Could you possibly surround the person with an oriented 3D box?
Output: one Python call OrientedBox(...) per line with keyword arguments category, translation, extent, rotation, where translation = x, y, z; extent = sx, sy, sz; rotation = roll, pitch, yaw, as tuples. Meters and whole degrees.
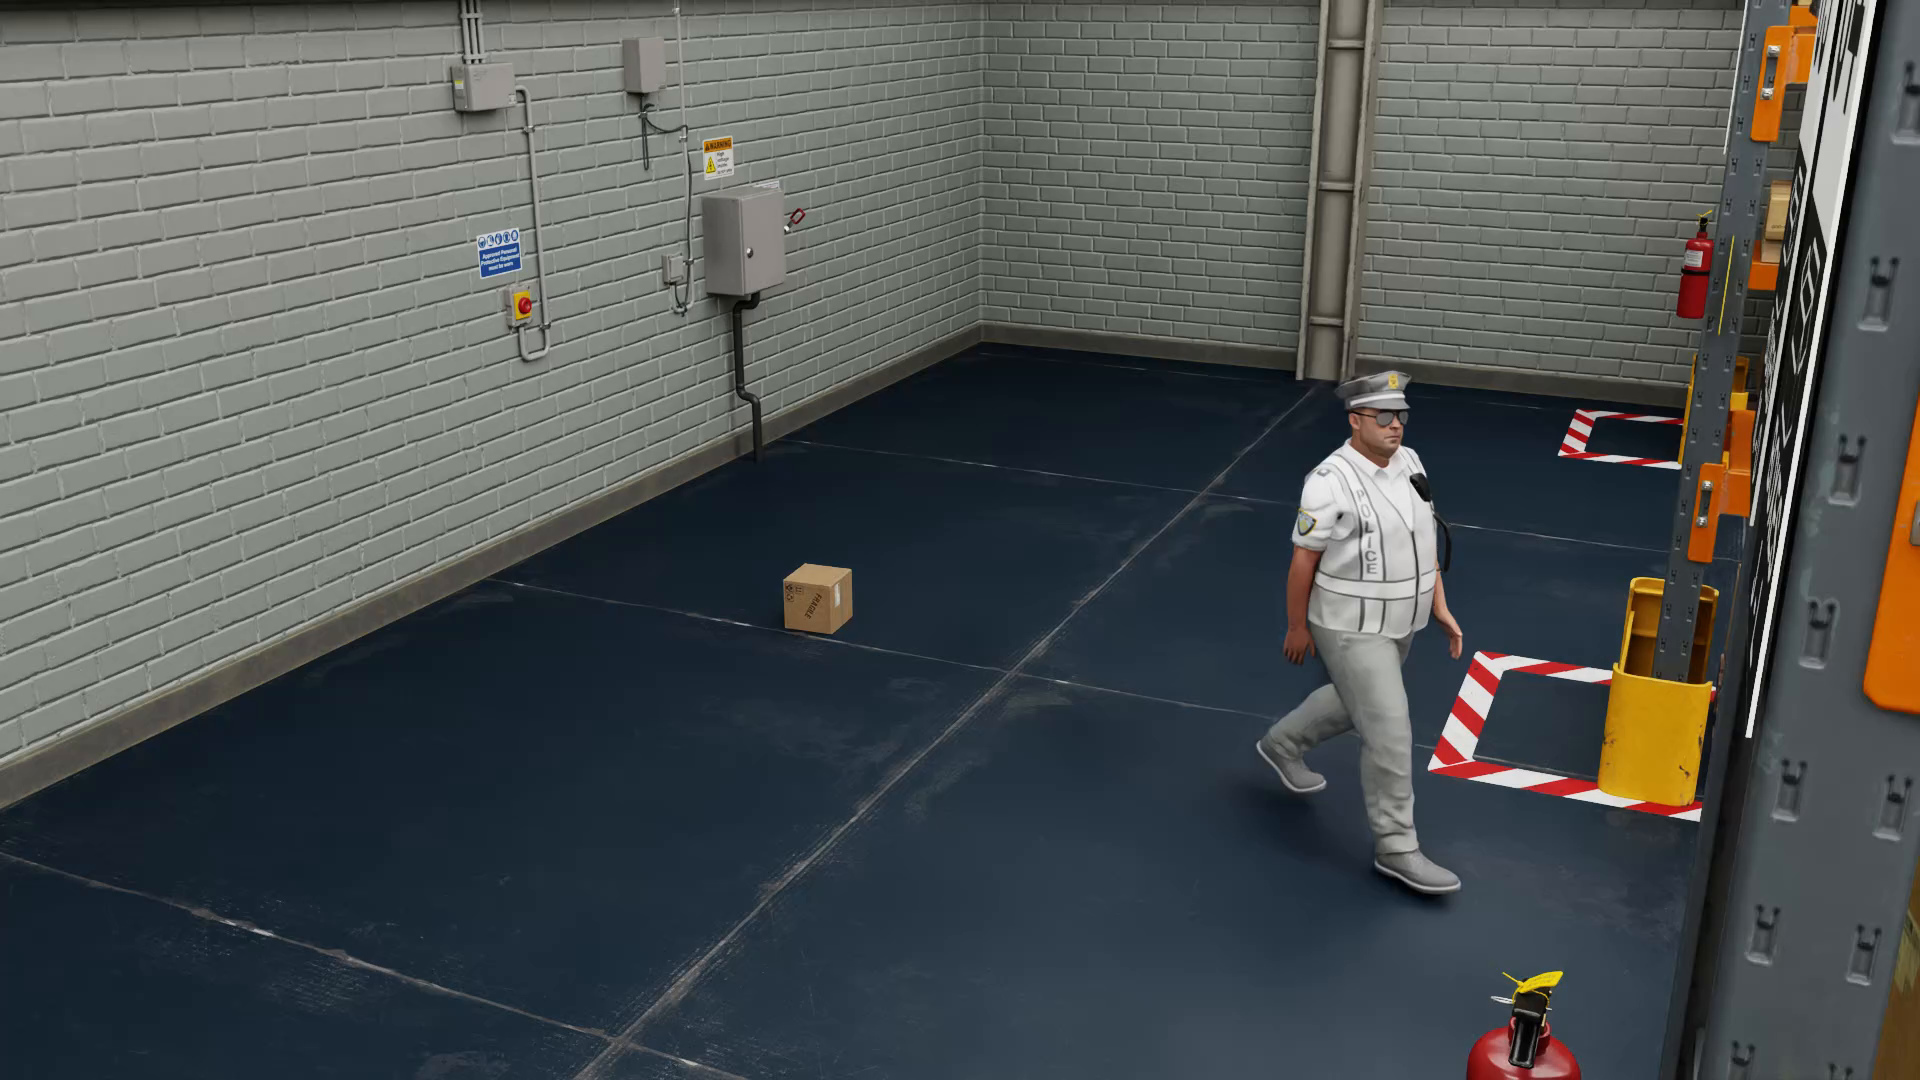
OrientedBox(category="person", translation=(1.430, 0.251, 5.779), extent=(0.529, 1.727, 1.033), rotation=(-15, 24, -37))
